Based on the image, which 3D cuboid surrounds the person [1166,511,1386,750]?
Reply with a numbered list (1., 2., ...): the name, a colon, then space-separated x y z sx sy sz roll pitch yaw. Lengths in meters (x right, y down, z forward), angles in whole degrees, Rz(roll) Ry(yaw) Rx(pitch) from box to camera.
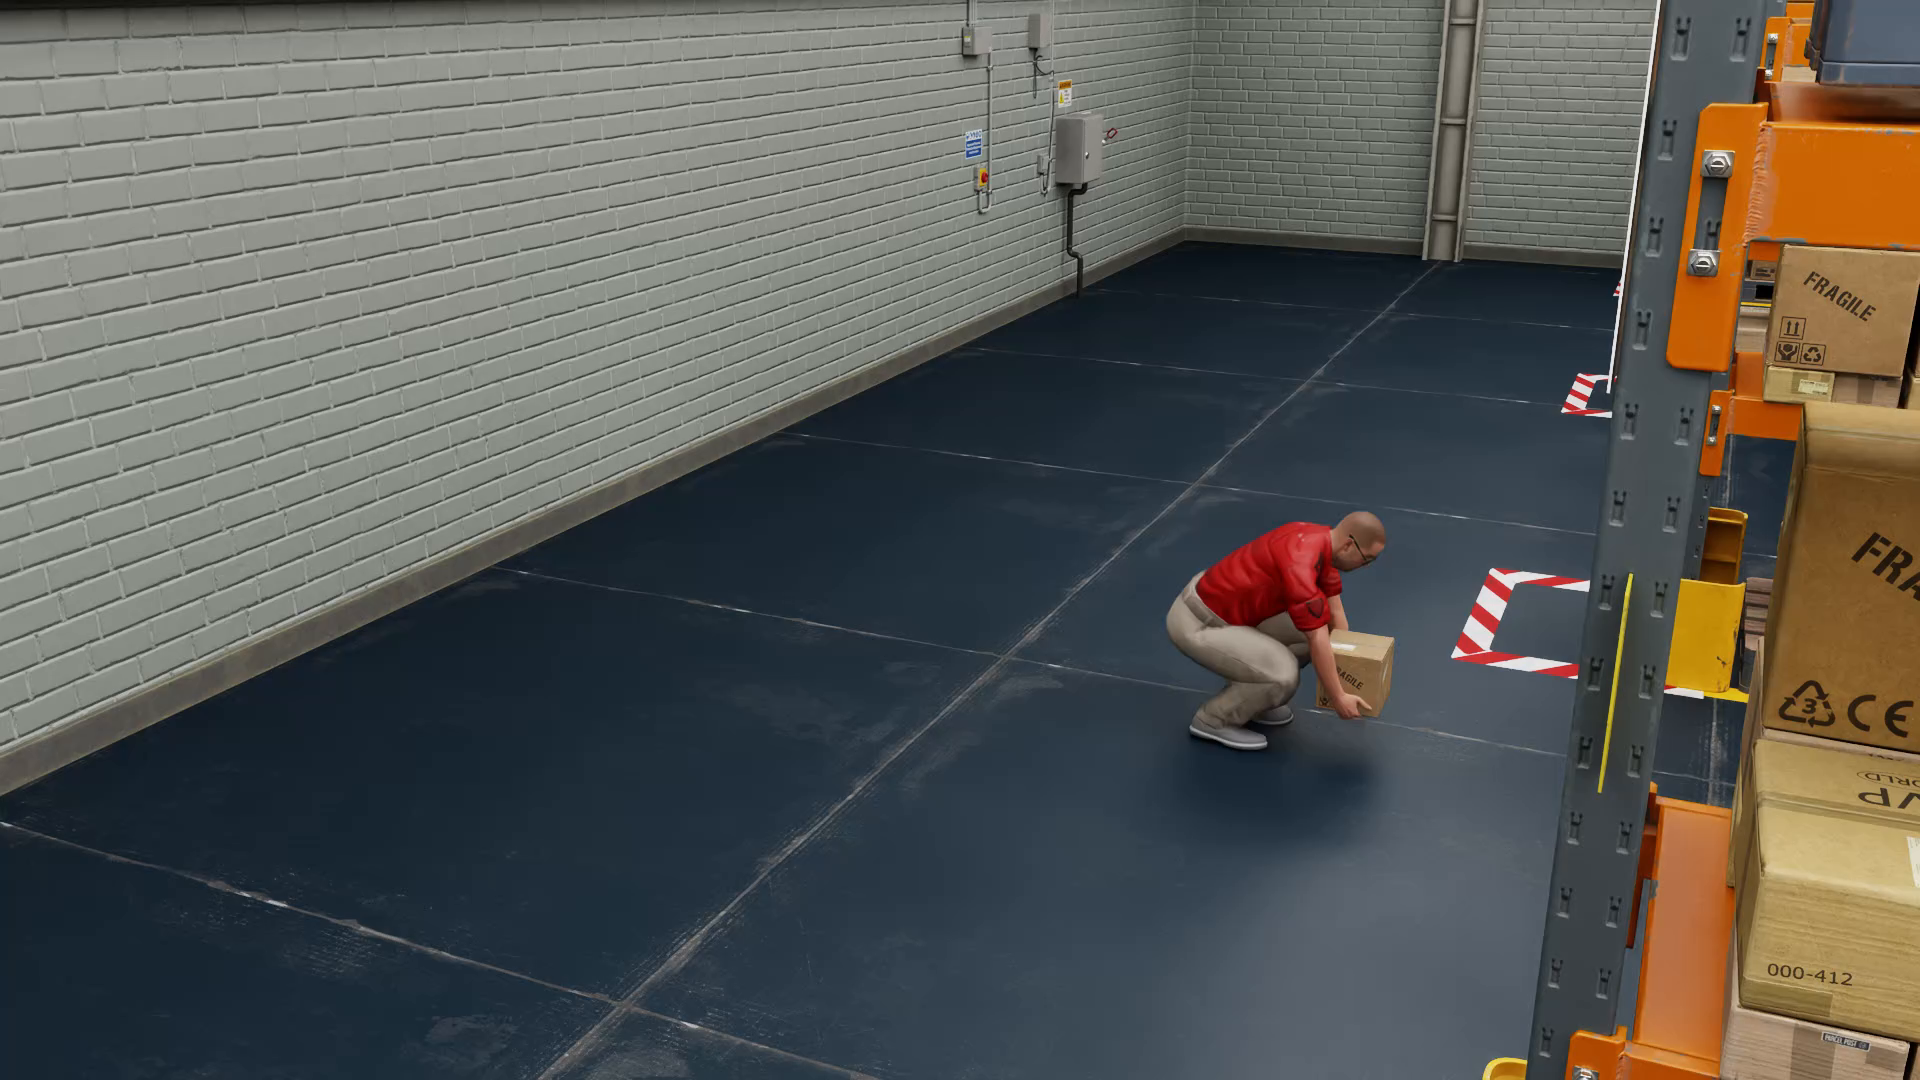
1. person: 1.287 0.336 6.762 0.866 0.996 0.537 8 20 22
